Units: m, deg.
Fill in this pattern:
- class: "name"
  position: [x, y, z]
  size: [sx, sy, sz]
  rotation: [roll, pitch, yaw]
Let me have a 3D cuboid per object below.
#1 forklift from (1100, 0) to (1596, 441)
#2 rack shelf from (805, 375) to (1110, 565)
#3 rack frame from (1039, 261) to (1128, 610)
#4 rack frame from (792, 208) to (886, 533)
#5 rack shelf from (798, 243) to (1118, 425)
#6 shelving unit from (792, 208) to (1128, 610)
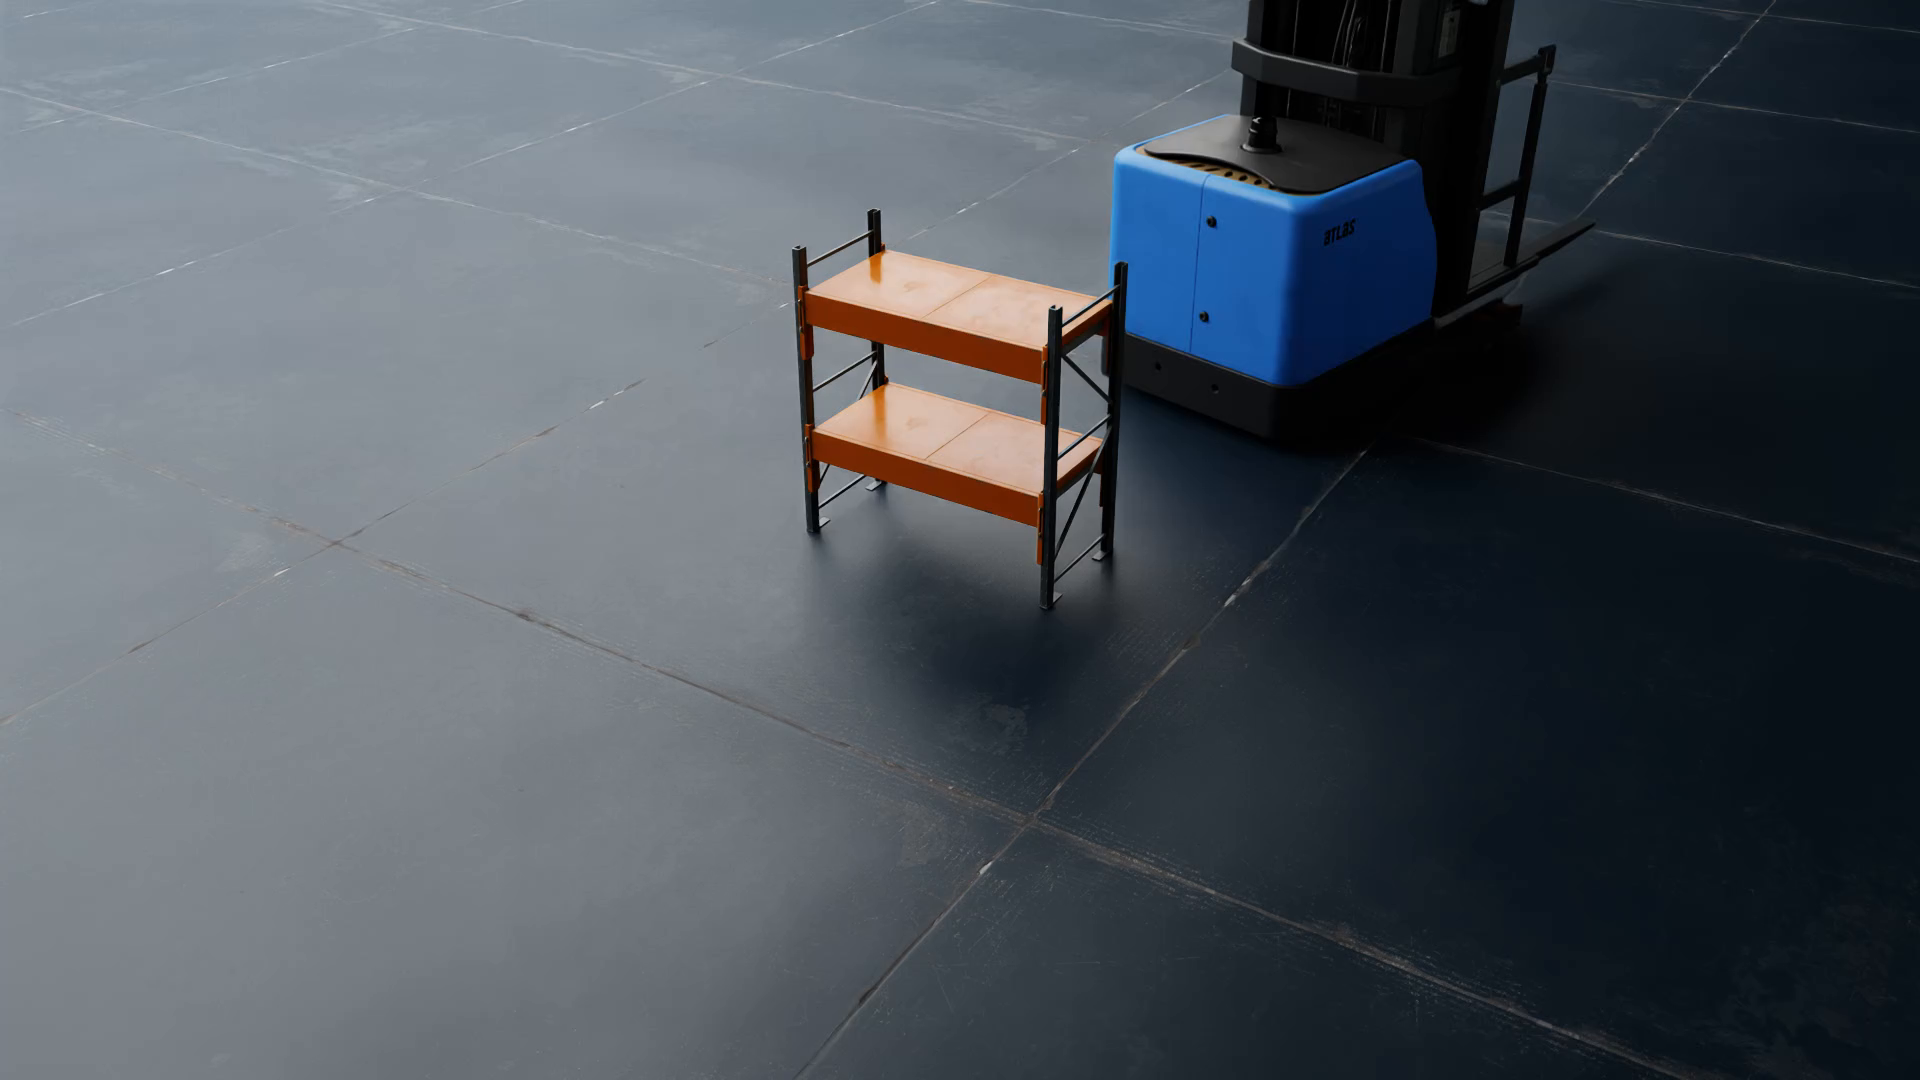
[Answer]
- class: "forklift"
  position: [2.017, -2.314, 7.308]
  size: [1.130, 2.935, 3.031]
  rotation: [26, 39, 37]
- class: "rack shelf"
  position: [-0.006, -0.276, 6.093]
  size: [1.000, 0.278, 0.538]
  rotation: [18, 35, 27]
- class: "rack frame"
  position: [0.425, -0.351, 5.736]
  size: [0.032, 1.125, 0.500]
  rotation: [18, 35, 27]
- class: "rack frame"
  position: [-0.436, -0.624, 6.203]
  size: [0.032, 1.125, 0.500]
  rotation: [18, 35, 27]
- class: "rack shelf"
  position: [-0.006, -0.740, 5.822]
  size: [1.000, 0.278, 0.538]
  rotation: [18, 35, 27]
- class: "shelving unit"
  position: [-0.006, -0.488, 5.970]
  size: [1.048, 1.125, 0.538]
  rotation: [18, 35, 27]
